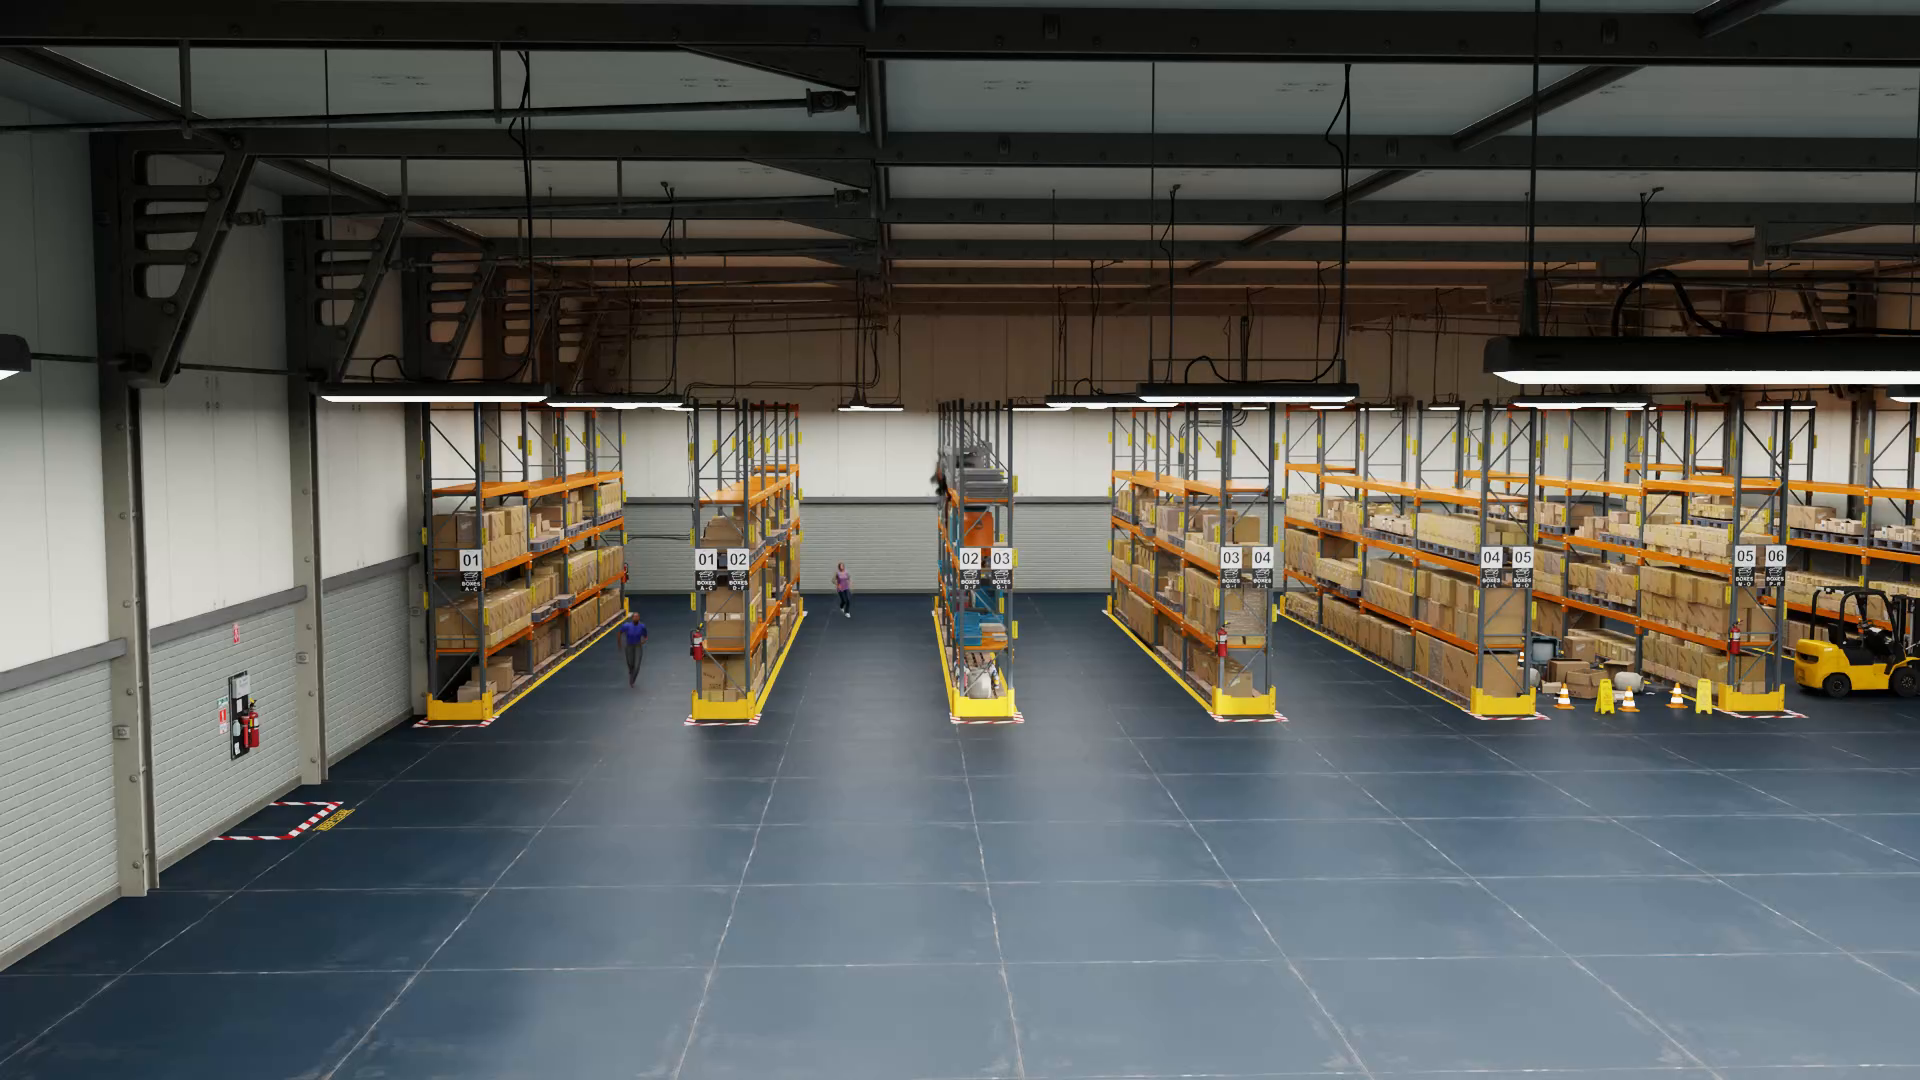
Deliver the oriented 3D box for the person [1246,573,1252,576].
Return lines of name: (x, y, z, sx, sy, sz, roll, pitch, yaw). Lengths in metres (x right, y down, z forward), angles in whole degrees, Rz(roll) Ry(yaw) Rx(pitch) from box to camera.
person: (8.021, 1.331, 46.303, 0.652, 1.838, 0.747, 0, 4, 5)

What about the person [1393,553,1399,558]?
person: (13.252, 1.197, 49.239, 0.924, 1.590, 0.714, 1, 4, 7)

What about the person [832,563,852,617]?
person: (-3.313, 1.403, 46.895, 0.560, 1.546, 0.588, -2, 5, -26)

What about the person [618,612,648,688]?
person: (-6.834, 2.300, 34.783, 0.615, 1.606, 0.643, -1, 4, -15)

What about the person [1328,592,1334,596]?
person: (11.173, 1.066, 49.544, 0.948, 1.775, 0.655, -2, 5, -27)
